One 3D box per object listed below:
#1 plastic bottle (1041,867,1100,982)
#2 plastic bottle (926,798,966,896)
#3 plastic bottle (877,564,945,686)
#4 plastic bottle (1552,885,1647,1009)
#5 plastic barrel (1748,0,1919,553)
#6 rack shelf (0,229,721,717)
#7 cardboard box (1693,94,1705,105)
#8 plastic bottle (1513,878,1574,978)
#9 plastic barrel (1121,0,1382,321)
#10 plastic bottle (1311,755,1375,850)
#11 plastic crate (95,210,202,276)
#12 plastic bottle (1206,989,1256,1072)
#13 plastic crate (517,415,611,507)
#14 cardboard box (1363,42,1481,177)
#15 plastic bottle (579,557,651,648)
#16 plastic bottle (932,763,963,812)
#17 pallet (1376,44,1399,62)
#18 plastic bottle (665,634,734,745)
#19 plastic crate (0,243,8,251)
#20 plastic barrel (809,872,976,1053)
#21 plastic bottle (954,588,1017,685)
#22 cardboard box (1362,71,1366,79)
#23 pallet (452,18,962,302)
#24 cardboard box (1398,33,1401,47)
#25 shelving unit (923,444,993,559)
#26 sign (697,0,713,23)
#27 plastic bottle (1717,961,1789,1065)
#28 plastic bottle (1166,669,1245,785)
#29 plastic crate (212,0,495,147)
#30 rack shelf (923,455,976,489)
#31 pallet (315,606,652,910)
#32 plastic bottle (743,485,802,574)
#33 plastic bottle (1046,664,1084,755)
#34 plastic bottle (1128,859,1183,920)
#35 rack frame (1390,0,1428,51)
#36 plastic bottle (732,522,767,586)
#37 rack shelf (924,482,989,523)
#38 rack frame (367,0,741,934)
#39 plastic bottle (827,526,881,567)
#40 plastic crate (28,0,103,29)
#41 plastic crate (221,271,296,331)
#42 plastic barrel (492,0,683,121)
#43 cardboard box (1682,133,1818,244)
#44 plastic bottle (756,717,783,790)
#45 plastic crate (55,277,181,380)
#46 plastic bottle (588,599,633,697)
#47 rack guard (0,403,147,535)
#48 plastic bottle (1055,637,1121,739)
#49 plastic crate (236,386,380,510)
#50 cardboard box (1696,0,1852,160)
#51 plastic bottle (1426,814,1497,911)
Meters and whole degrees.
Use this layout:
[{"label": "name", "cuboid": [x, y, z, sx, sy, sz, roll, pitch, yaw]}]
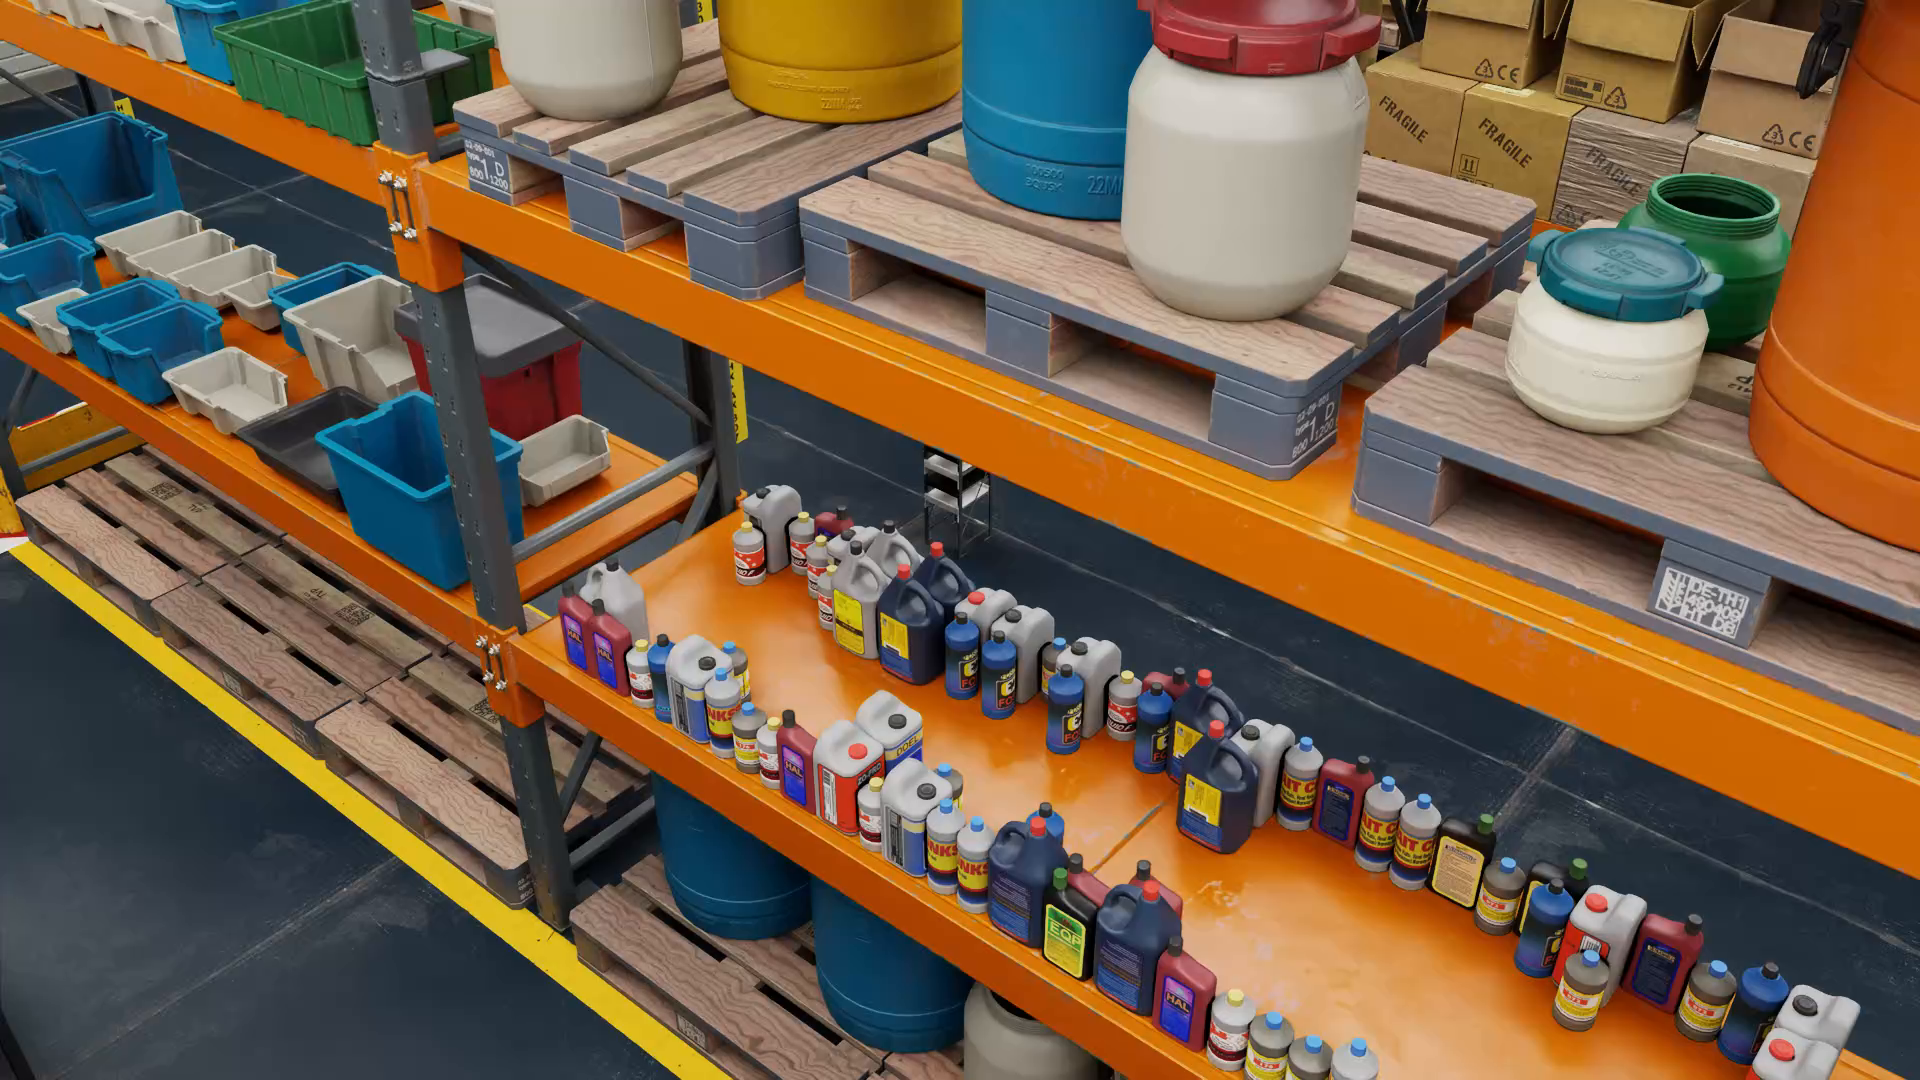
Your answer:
[{"label": "plastic bottle", "cuboid": [0.260, 0.897, 3.897, 0.133, 0.283, 0.061, 25, 42, 32]}, {"label": "plastic bottle", "cuboid": [-0.034, 0.750, 4.122, 0.097, 0.271, 0.097, 0, 34, 0]}, {"label": "plastic bottle", "cuboid": [-0.142, 0.231, 4.808, 0.185, 0.351, 0.144, 25, 42, 32]}, {"label": "plastic bottle", "cuboid": [1.486, 0.925, 3.862, 0.135, 0.276, 0.152, 25, 42, 32]}, {"label": "plastic barrel", "cuboid": [1.533, -0.454, 2.362, 0.708, 0.830, 0.600, 25, 42, 32]}, {"label": "rack shelf", "cuboid": [-2.644, -0.537, 6.518, 4.000, 0.370, 1.077, 25, 42, 32]}, {"label": "cardboard box", "cuboid": [3.378, -1.887, 7.759, 0.500, 0.500, 0.500, 25, 42, 31]}, {"label": "plastic bottle", "cuboid": [1.375, 0.900, 3.904, 0.097, 0.271, 0.097, 0, 34, 0]}, {"label": "plastic barrel", "cuboid": [0.508, -0.703, 2.983, 0.433, 0.535, 0.433, 0, 34, 0]}, {"label": "plastic bottle", "cuboid": [0.982, 0.652, 4.255, 0.133, 0.283, 0.061, 25, 42, 32]}, {"label": "plastic crate", "cuboid": [-3.439, -1.258, 7.112, 0.243, 0.136, 0.396, 25, 42, 32]}, {"label": "plastic bottle", "cuboid": [0.605, 1.080, 3.703, 0.097, 0.201, 0.097, 0, 34, 0]}, {"label": "plastic crate", "cuboid": [-1.373, -0.256, 5.654, 0.243, 0.136, 0.396, 25, 42, 32]}, {"label": "cardboard box", "cuboid": [2.255, -2.030, 7.968, 0.500, 0.500, 0.500, 25, 42, 32]}, {"label": "plastic bottle", "cuboid": [-1.013, 0.194, 4.862, 0.185, 0.351, 0.144, 25, 42, 32]}, {"label": "plastic bottle", "cuboid": [-0.040, 0.664, 4.309, 0.097, 0.201, 0.097, 0, 34, 0]}, {"label": "pallet", "cuboid": [3.832, -3.906, 13.251, 1.213, 0.211, 1.003, 25, 42, 32]}, {"label": "plastic bottle", "cuboid": [-0.714, 0.408, 4.617, 0.135, 0.276, 0.152, 25, 42, 32]}, {"label": "plastic crate", "cuboid": [-4.009, -1.090, 6.867, 0.298, 0.136, 0.250, 25, 42, 32]}, {"label": "plastic barrel", "cuboid": [-0.156, 1.043, 5.064, 0.708, 0.901, 0.600, 25, 42, 32]}, {"label": "plastic bottle", "cuboid": [0.071, 0.259, 4.833, 0.135, 0.276, 0.152, 25, 42, 32]}, {"label": "cardboard box", "cuboid": [2.047, -2.413, 8.836, 0.250, 0.149, 0.380, 25, 42, 32]}, {"label": "pallet", "cuboid": [-0.442, -1.027, 4.113, 1.003, 0.211, 1.213, 25, 42, 32]}, {"label": "cardboard box", "cuboid": [3.634, -3.949, 12.998, 0.250, 0.149, 0.380, 25, 42, 32]}, {"label": "shelving unit", "cuboid": [-0.006, -0.374, 7.500, 0.210, 0.900, 0.258, 25, 42, 32]}, {"label": "sign", "cuboid": [-0.754, -1.588, 4.756, 0.005, 0.325, 0.100, 25, 42, 32]}, {"label": "plastic bottle", "cuboid": [1.770, 1.041, 3.698, 0.097, 0.271, 0.097, 0, 34, 0]}, {"label": "plastic bottle", "cuboid": [0.655, 0.500, 4.415, 0.185, 0.351, 0.144, 25, 42, 32]}, {"label": "plastic crate", "cuboid": [-1.626, -1.281, 4.503, 0.662, 0.188, 0.450, 25, 42, 32]}, {"label": "rack shelf", "cuboid": [-0.006, -0.346, 7.518, 0.200, 0.077, 0.258, 25, 42, 32]}, {"label": "pallet", "cuboid": [-1.697, 0.790, 6.413, 1.213, 0.211, 1.003, 25, 42, 32]}, {"label": "plastic bottle", "cuboid": [-0.597, -0.056, 5.292, 0.135, 0.276, 0.152, 25, 42, 32]}, {"label": "plastic bottle", "cuboid": [0.287, 0.454, 4.552, 0.097, 0.271, 0.097, 0, 34, 0]}, {"label": "plastic bottle", "cuboid": [0.455, 0.883, 3.918, 0.133, 0.283, 0.061, 25, 42, 32]}, {"label": "rack frame", "cuboid": [2.062, -2.264, 8.398, 0.127, 3.000, 1.000, 25, 42, 32]}, {"label": "plastic bottle", "cuboid": [-0.663, 0.035, 5.224, 0.097, 0.201, 0.097, 0, 34, 0]}, {"label": "rack shelf", "cuboid": [-0.006, -0.198, 7.620, 0.200, 0.077, 0.258, 25, 42, 32]}, {"label": "rack frame", "cuboid": [-1.107, -0.110, 5.260, 0.127, 3.000, 1.000, 25, 42, 32]}, {"label": "plastic bottle", "cuboid": [-0.317, 0.076, 5.099, 0.135, 0.276, 0.152, 25, 42, 32]}, {"label": "plastic crate", "cuboid": [-2.675, -1.809, 5.189, 0.530, 0.282, 0.437, 25, 42, 32]}, {"label": "plastic crate", "cuboid": [-2.756, -0.957, 6.674, 0.250, 0.136, 0.298, 25, 42, 32]}, {"label": "plastic barrel", "cuboid": [-0.863, -1.275, 3.817, 0.433, 0.535, 0.433, 0, 34, 0]}, {"label": "cardboard box", "cuboid": [3.427, -1.482, 7.170, 0.500, 0.500, 0.500, 26, 42, 33]}, {"label": "plastic bottle", "cuboid": [-0.493, 0.563, 4.456, 0.097, 0.201, 0.097, 0, 34, 0]}, {"label": "plastic crate", "cuboid": [-3.190, -0.805, 6.367, 0.300, 0.233, 0.416, 25, 42, 32]}, {"label": "plastic bottle", "cuboid": [-0.996, 0.305, 4.759, 0.133, 0.283, 0.061, 25, 42, 32]}, {"label": "rack guard", "cuboid": [-4.208, -0.531, 8.082, 0.348, 0.500, 1.175, 25, 42, 32]}, {"label": "plastic bottle", "cuboid": [0.352, 0.391, 4.640, 0.135, 0.276, 0.152, 25, 42, 32]}, {"label": "plastic crate", "cuboid": [-2.139, -0.309, 5.741, 0.590, 0.125, 0.437, 25, 42, 32]}, {"label": "cardboard box", "cuboid": [3.566, -2.019, 7.067, 0.637, 0.503, 0.797, 27, 43, 33]}, {"label": "plastic bottle", "cuboid": [1.234, 0.770, 4.082, 0.133, 0.283, 0.061, 25, 42, 32]}]
